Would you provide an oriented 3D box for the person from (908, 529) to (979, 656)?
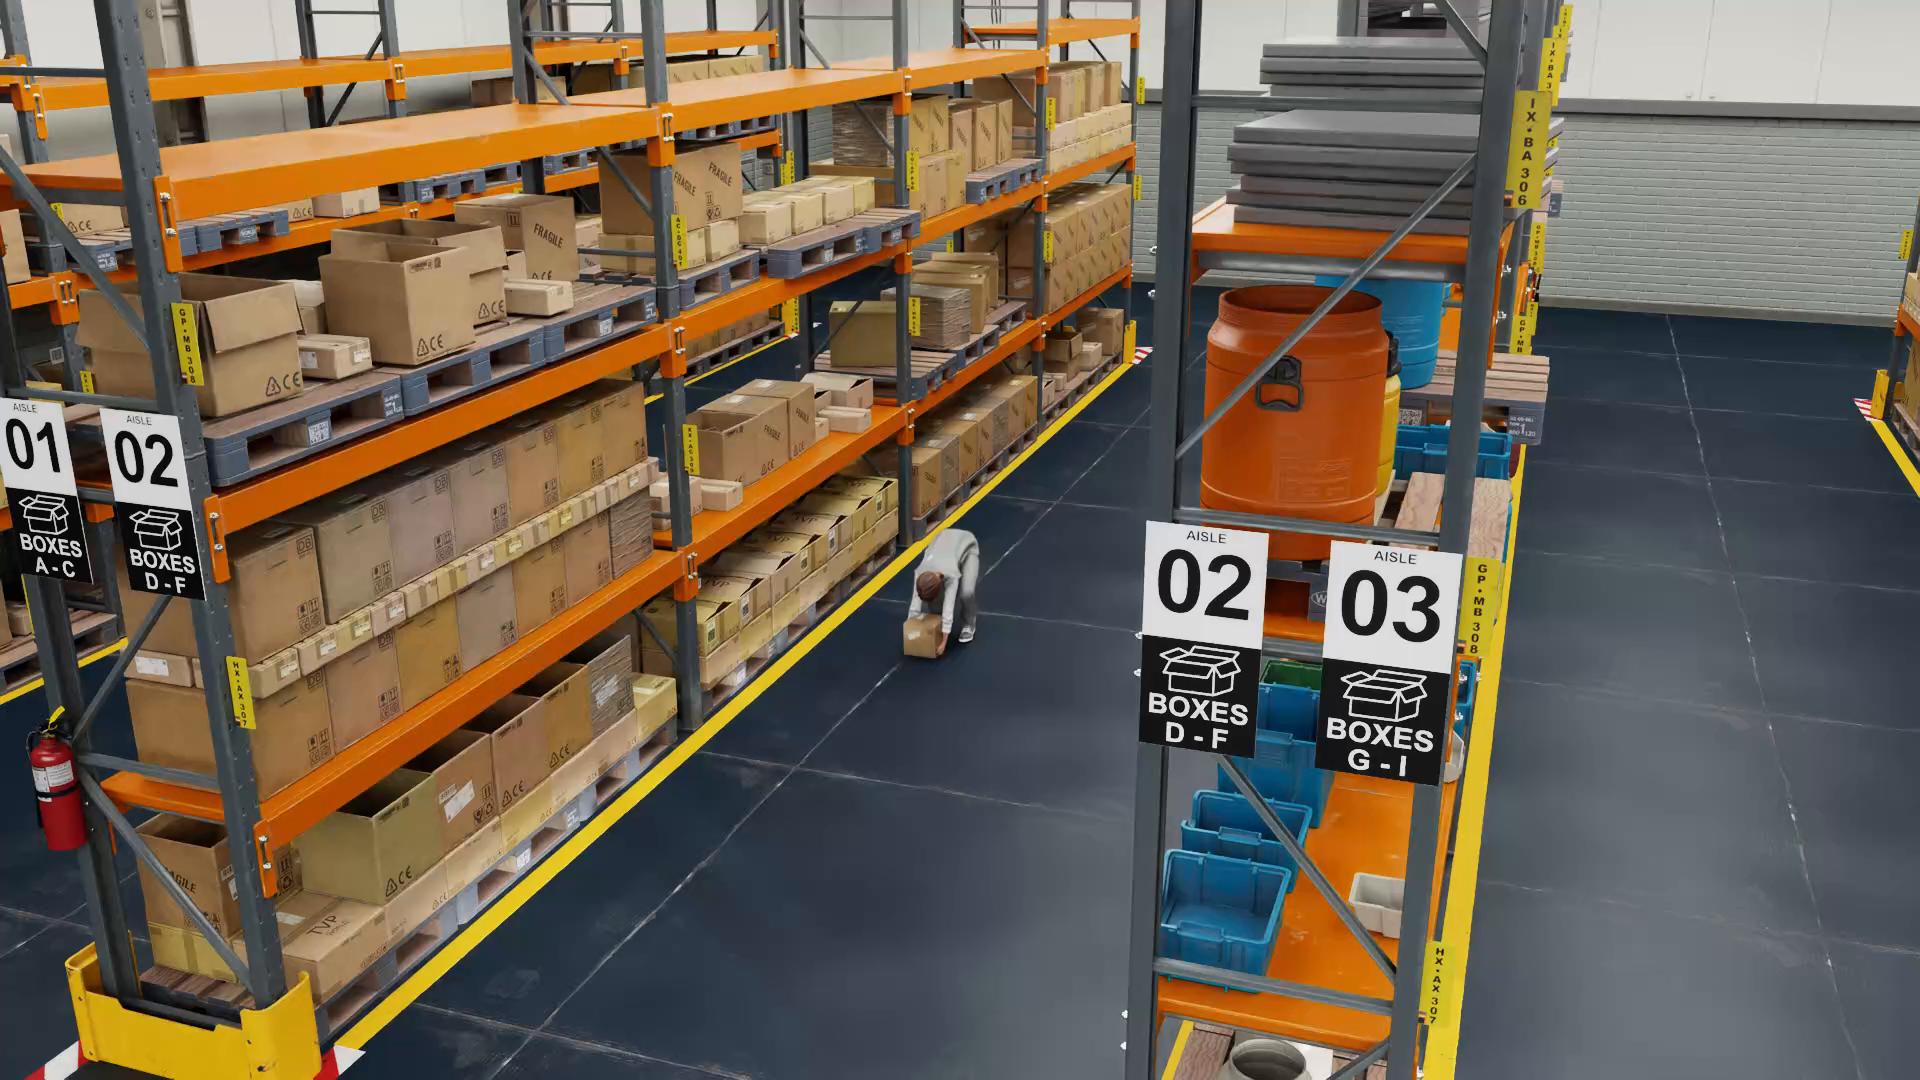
[{"bbox_3d":[-0.111,0.386,12.607,0.461,0.847,0.855,6,20,16],"label":"person"}]
